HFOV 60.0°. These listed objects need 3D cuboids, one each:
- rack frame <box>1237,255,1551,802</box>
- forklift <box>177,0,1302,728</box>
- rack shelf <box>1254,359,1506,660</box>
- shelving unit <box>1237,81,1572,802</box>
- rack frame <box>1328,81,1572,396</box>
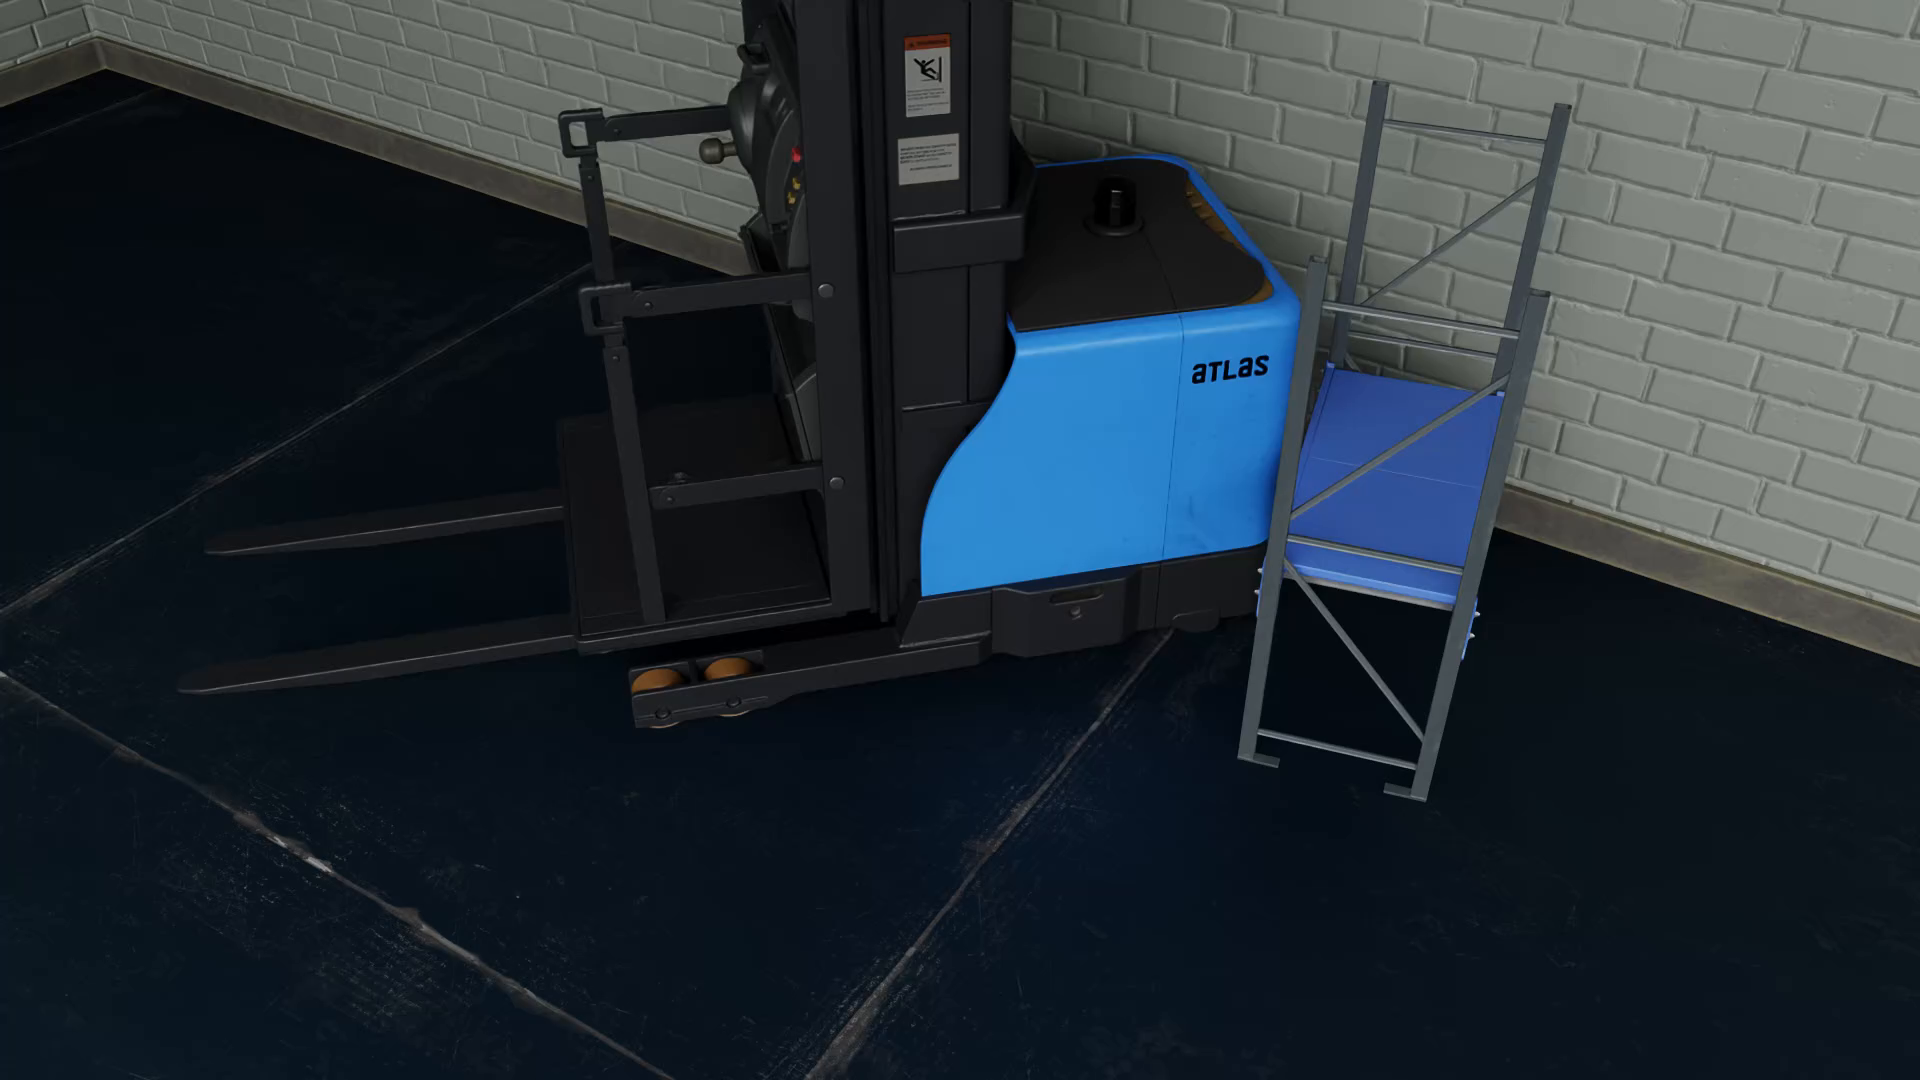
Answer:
[{"bbox_3d":[0.989,0.036,3.975,0.500,1.500,0.032,12,39,15],"label":"rack frame"},{"bbox_3d":[-0.663,-0.999,4.145,3.031,2.935,1.130,-8,38,-11],"label":"forklift"},{"bbox_3d":[1.152,-0.116,4.466,0.538,0.185,1.000,12,39,15],"label":"rack shelf"},{"bbox_3d":[1.152,-0.258,4.356,0.538,1.500,1.048,12,39,15],"label":"shelving unit"},{"bbox_3d":[1.315,-0.552,4.738,0.500,1.500,0.032,12,39,15],"label":"rack frame"}]
